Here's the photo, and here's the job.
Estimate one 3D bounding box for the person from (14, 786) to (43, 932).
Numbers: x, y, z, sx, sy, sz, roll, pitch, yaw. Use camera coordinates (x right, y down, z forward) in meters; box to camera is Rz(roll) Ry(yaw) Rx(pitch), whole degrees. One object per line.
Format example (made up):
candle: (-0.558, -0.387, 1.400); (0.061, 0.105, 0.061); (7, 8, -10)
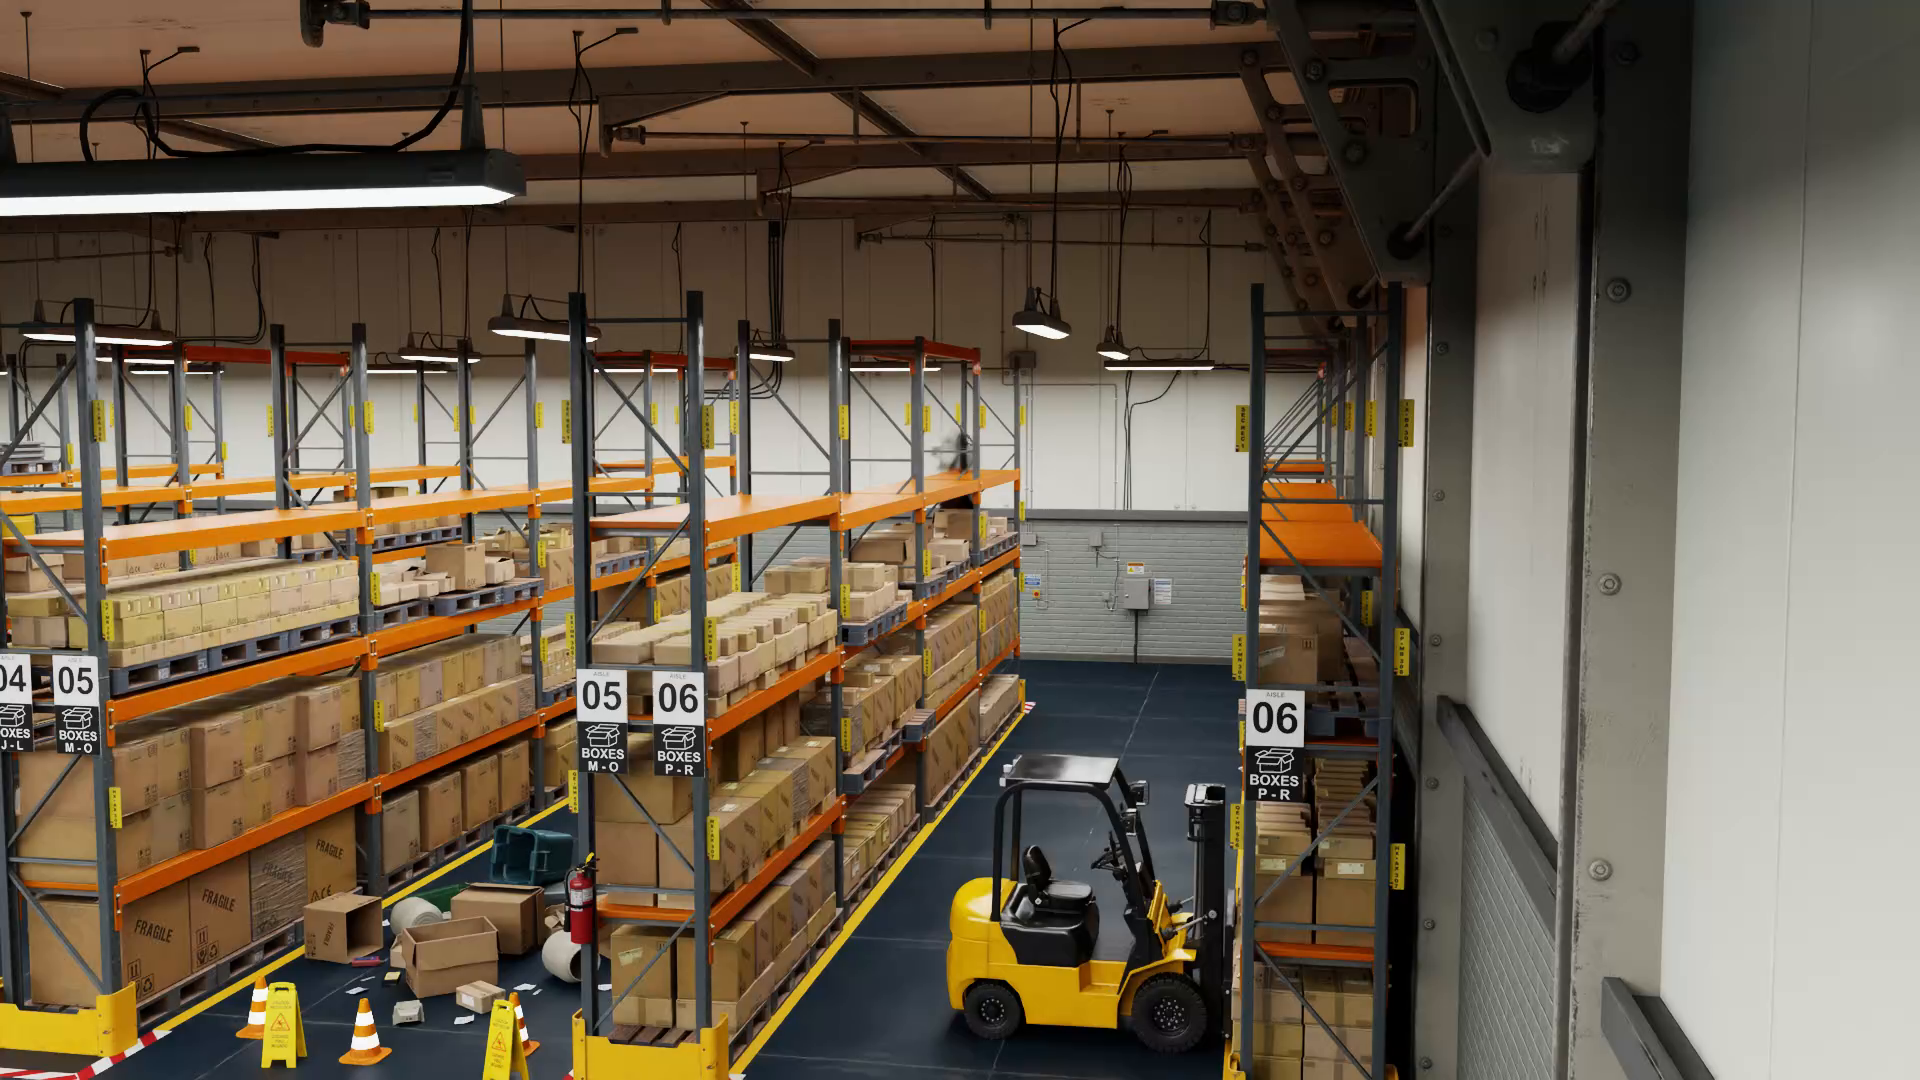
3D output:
person: (-9.064, 2.970, 16.459); (0.651, 1.741, 0.645); (0, 5, 0)
